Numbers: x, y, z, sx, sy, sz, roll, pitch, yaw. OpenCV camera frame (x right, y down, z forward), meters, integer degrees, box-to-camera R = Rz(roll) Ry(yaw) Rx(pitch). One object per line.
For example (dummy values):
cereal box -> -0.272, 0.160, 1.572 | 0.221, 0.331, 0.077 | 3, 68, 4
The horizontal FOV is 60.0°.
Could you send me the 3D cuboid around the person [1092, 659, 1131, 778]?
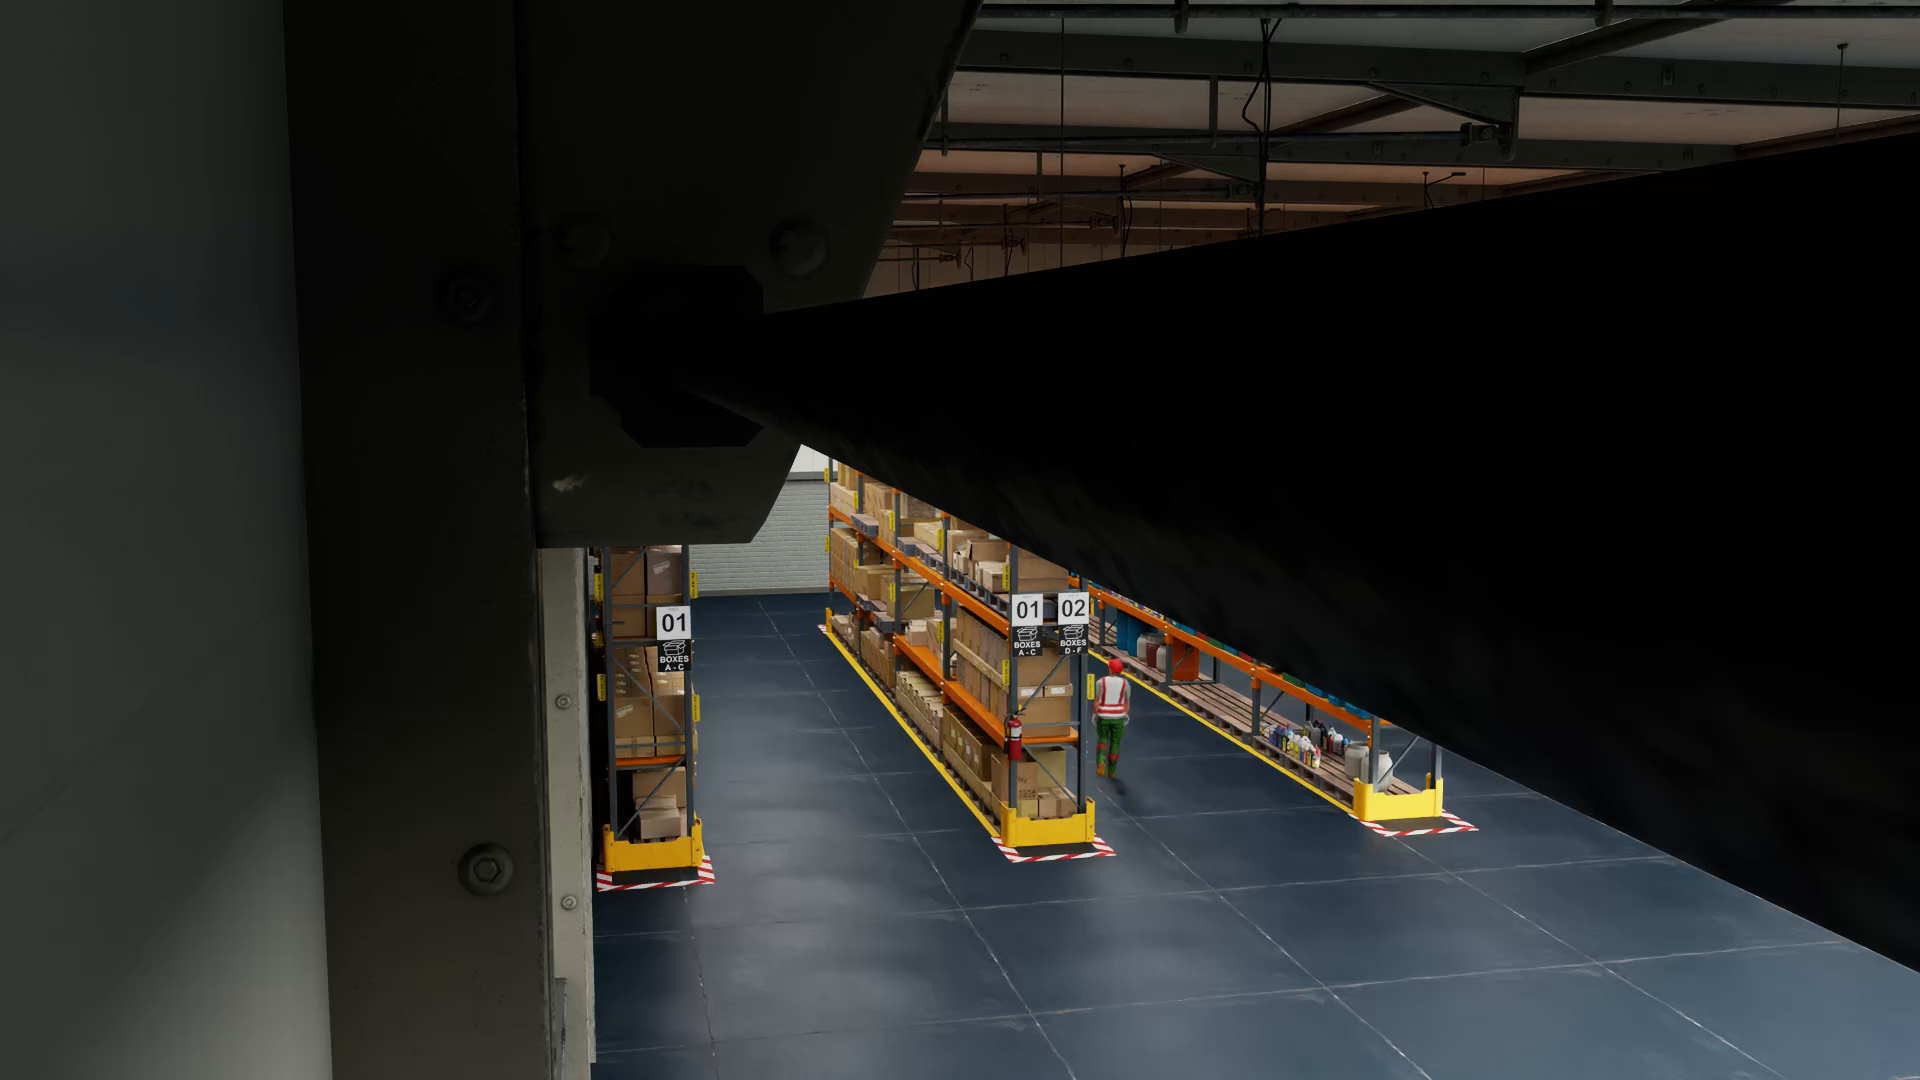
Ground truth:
person -> 2.207, 2.575, 24.149 | 0.551, 1.766, 0.526 | 2, 7, 19
